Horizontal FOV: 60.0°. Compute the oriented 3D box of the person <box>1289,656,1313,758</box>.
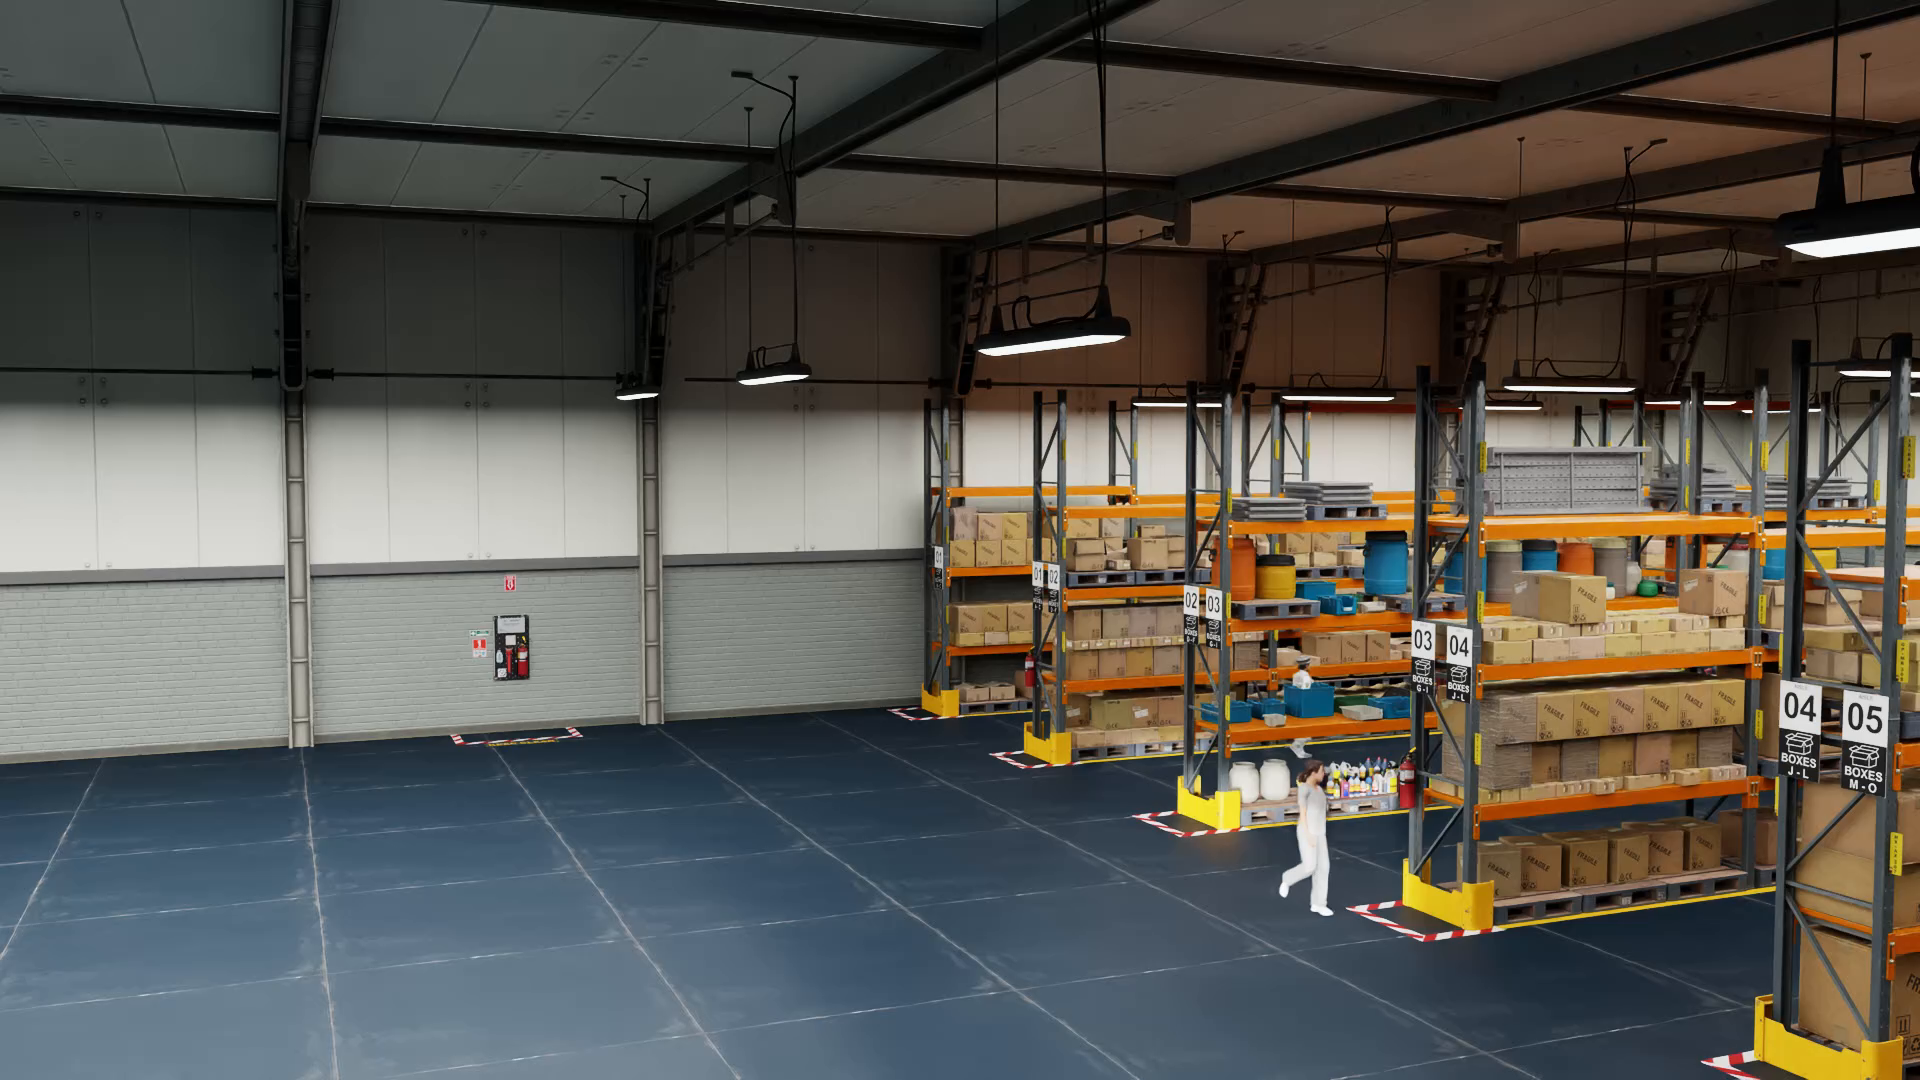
[{"bbox_3d":[5.555,2.732,27.154,0.479,1.675,0.520,-1,4,-17],"label":"person"}]

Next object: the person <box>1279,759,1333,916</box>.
[{"bbox_3d":[3.852,3.251,18.288,0.511,1.660,0.659,-3,5,-43],"label":"person"}]
